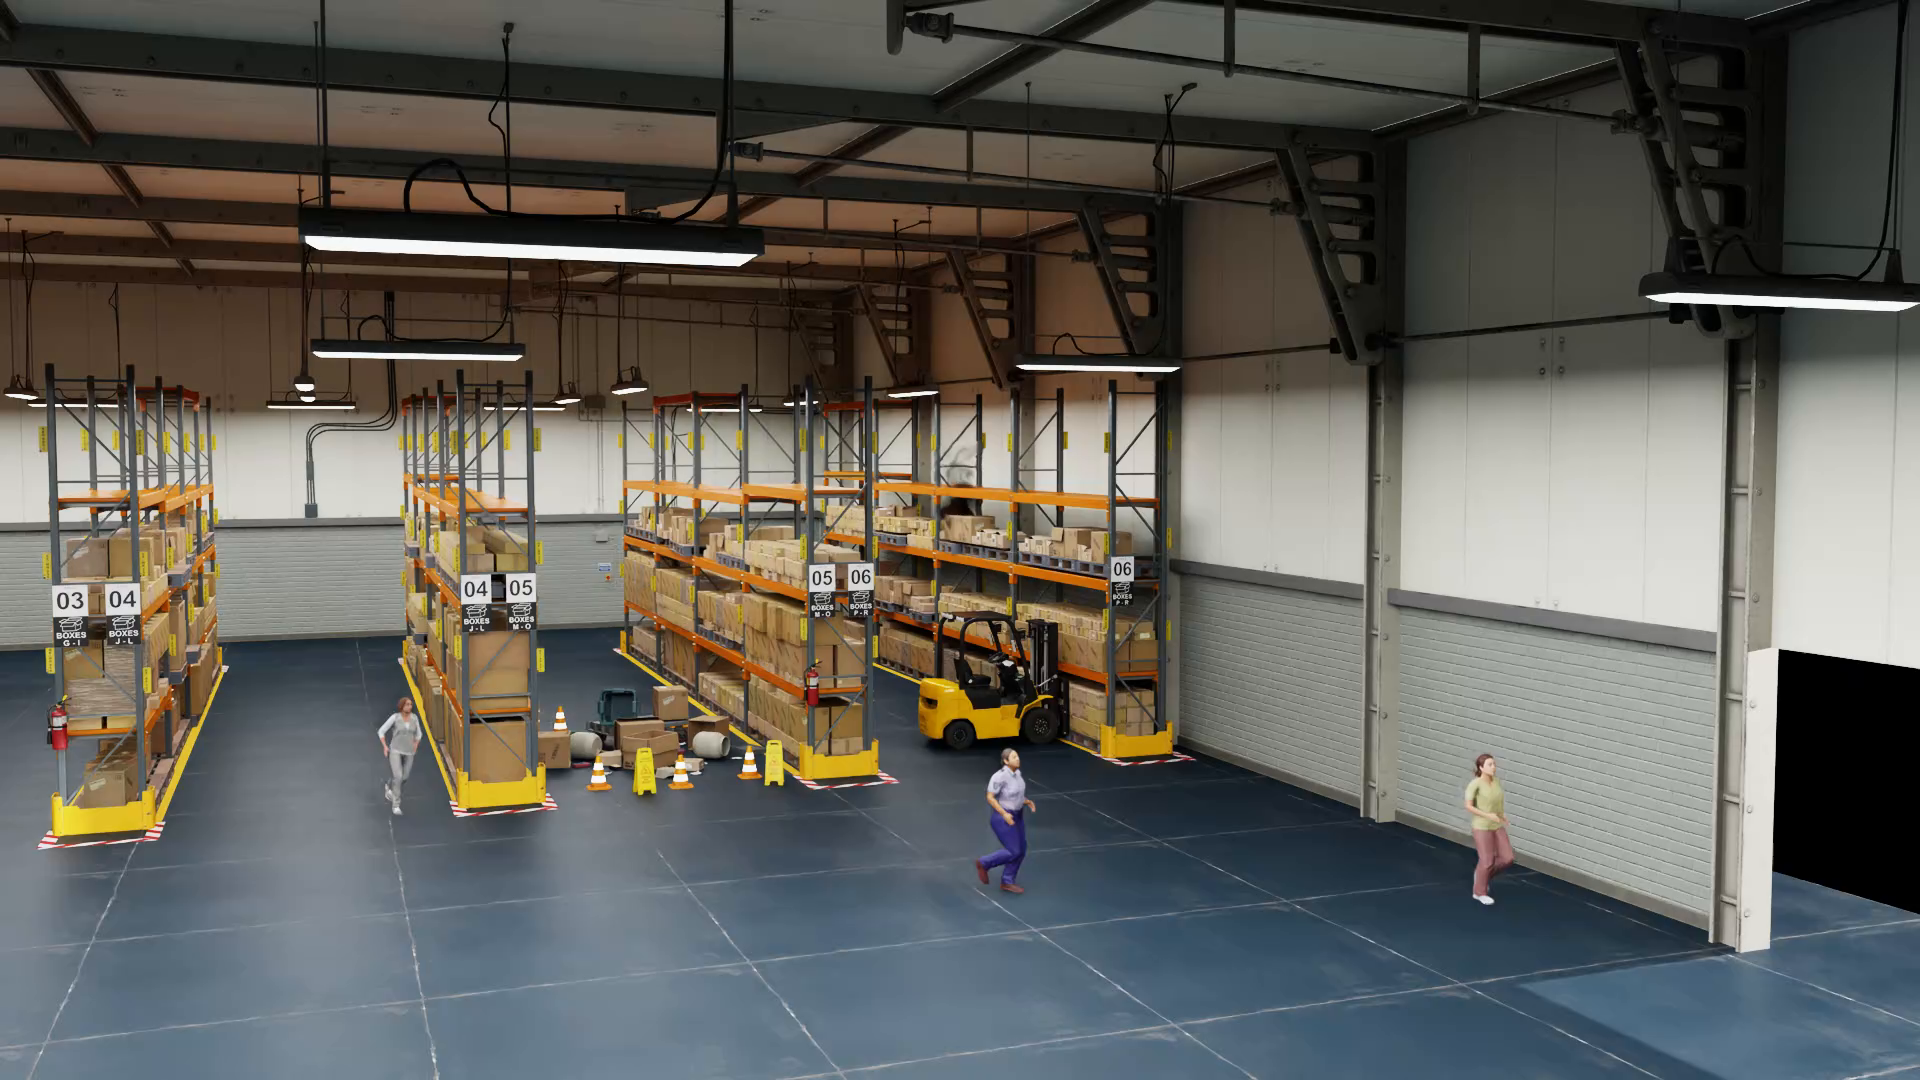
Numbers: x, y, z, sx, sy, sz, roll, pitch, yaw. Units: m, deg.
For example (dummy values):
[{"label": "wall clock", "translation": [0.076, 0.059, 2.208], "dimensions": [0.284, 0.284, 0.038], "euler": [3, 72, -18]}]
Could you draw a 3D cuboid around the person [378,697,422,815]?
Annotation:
[{"label": "person", "translation": [-7.631, 2.922, 22.676], "dimensions": [0.581, 1.582, 0.669], "euler": [-3, 4, -39]}]

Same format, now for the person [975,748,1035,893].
[{"label": "person", "translation": [0.523, 3.122, 18.591], "dimensions": [0.596, 1.620, 0.600], "euler": [2, 4, 27]}]

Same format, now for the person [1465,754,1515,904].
[{"label": "person", "translation": [5.744, 3.138, 18.037], "dimensions": [0.574, 1.622, 0.539], "euler": [-1, 4, -23]}]
